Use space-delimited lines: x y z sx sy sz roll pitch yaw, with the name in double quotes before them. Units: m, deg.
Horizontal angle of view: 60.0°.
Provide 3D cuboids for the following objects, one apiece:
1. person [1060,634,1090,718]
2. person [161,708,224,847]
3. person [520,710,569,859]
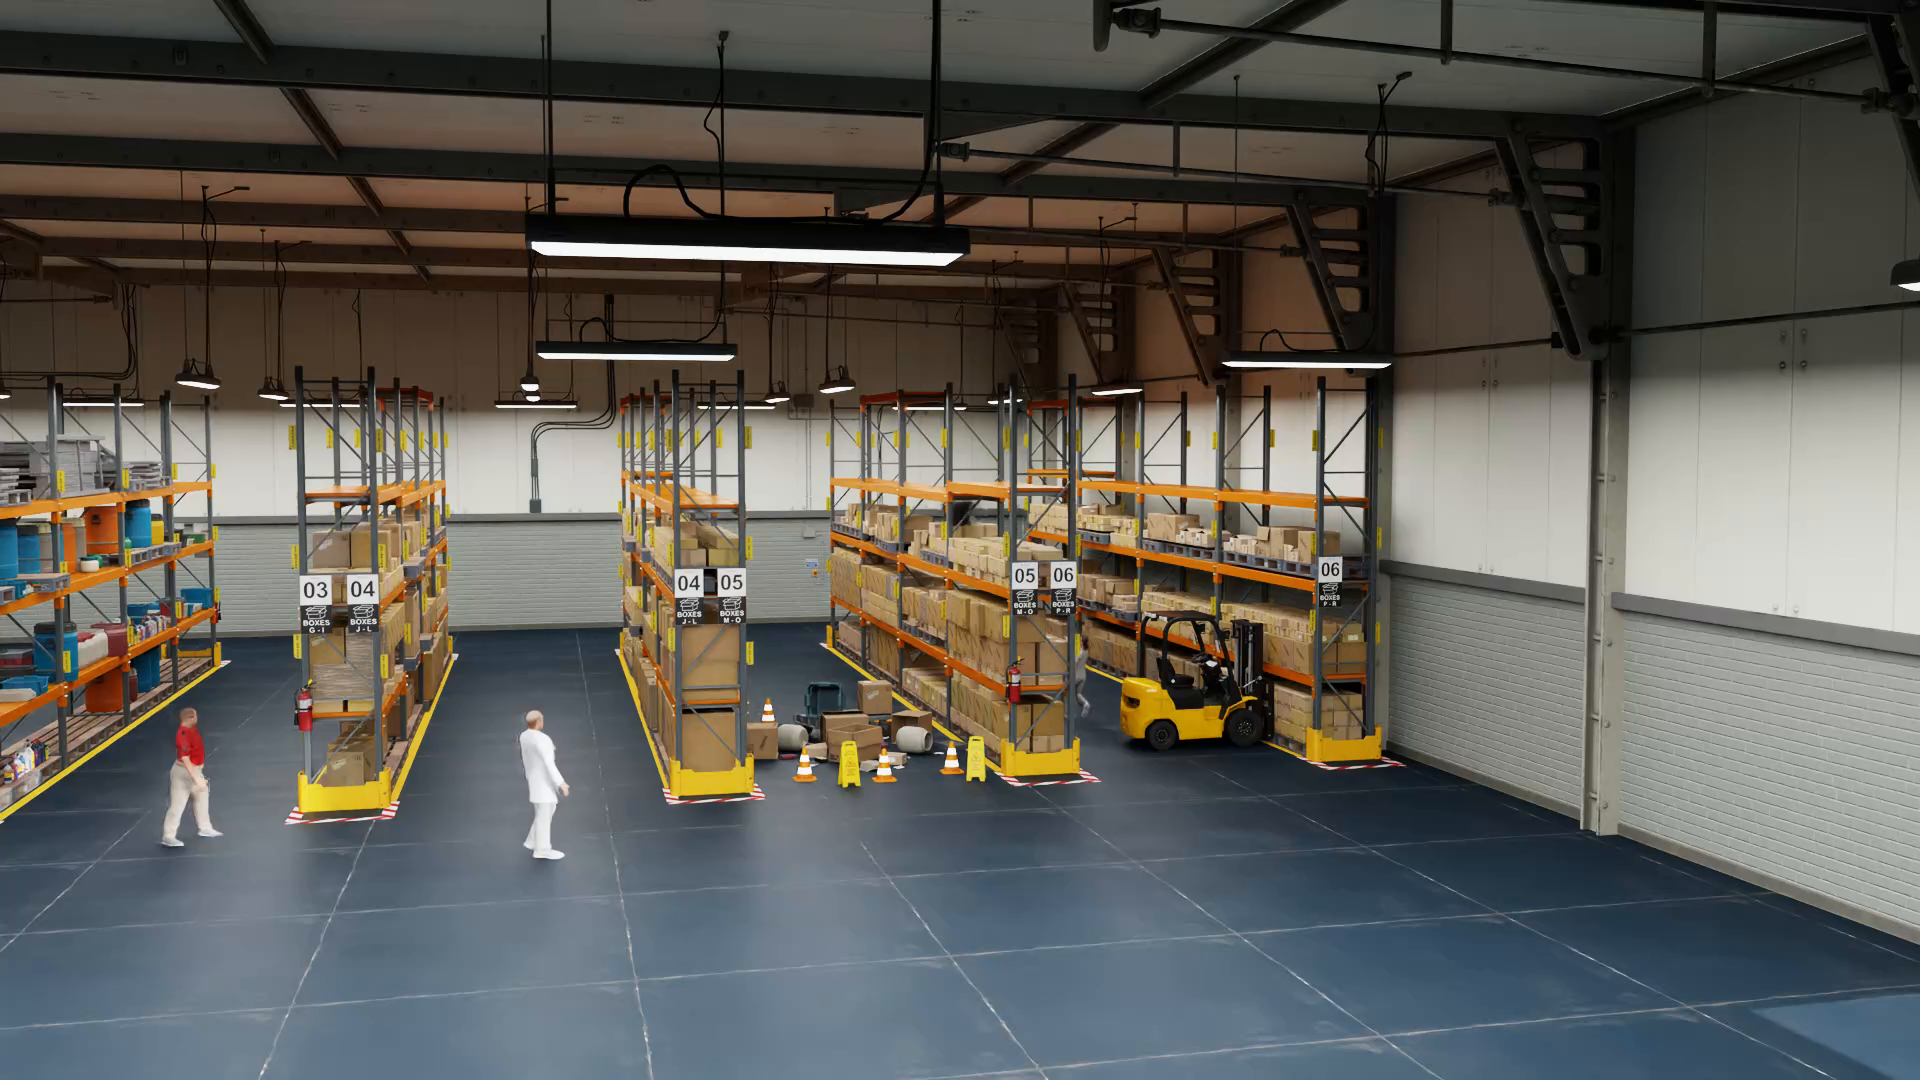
"person" 2.029 2.452 29.887 0.527 1.543 0.782 -3 4 -40
"person" -9.597 2.942 20.731 0.600 1.755 0.726 0 3 -6
"person" -4.987 2.936 19.980 0.556 1.816 0.669 -1 4 -16
